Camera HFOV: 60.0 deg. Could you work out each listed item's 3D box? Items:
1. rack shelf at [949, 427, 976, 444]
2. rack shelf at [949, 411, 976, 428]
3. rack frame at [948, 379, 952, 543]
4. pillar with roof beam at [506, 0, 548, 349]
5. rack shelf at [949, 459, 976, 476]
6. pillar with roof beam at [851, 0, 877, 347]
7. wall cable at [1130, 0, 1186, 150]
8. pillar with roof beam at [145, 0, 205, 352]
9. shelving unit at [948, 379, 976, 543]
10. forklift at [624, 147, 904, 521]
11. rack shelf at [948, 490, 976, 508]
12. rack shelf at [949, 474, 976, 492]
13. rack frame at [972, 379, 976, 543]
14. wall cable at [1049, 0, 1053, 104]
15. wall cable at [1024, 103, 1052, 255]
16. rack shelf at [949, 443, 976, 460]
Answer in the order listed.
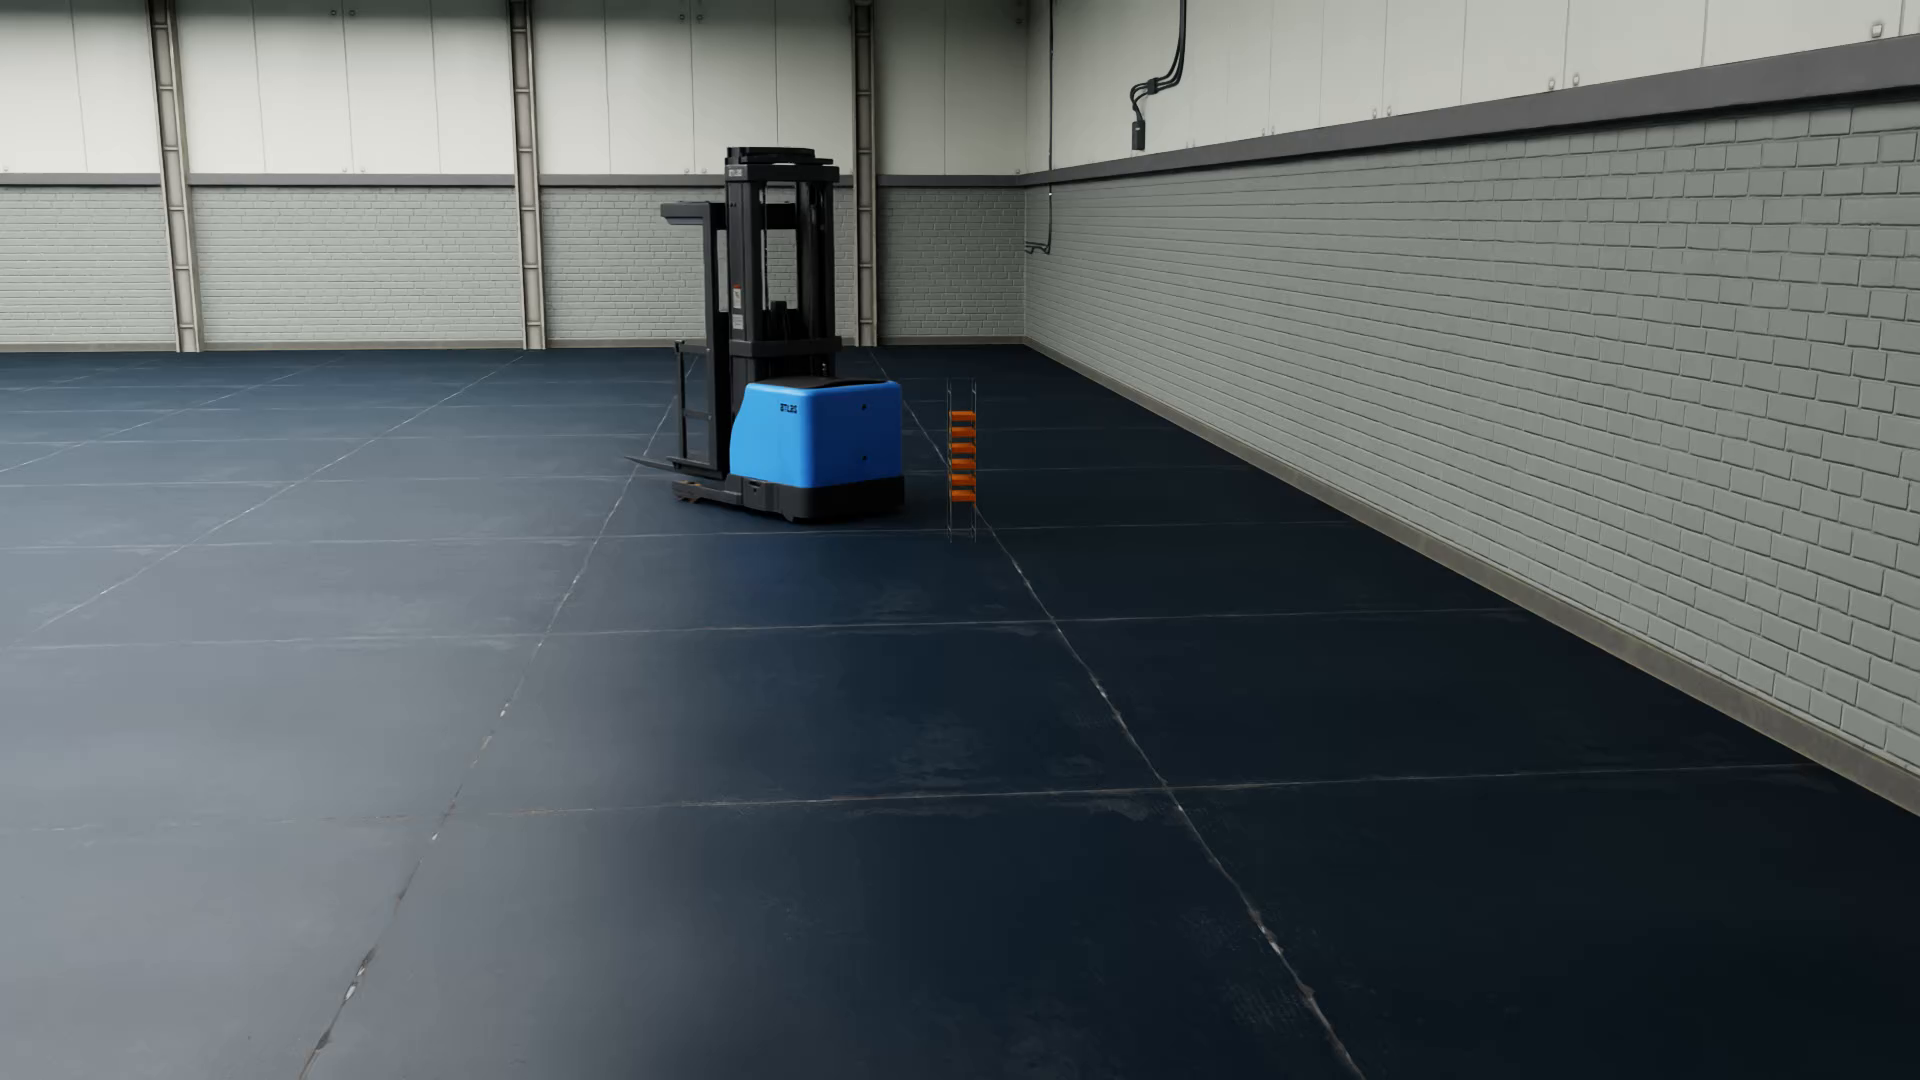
[{"bbox_3d":[0.014,-0.781,12.365,0.180,0.103,0.258,-1,11,-6],"label":"rack shelf"},{"bbox_3d":[0.014,-0.899,12.342,0.180,0.103,0.258,-1,11,-6],"label":"rack shelf"},{"bbox_3d":[-0.077,-0.587,12.393,0.006,1.200,0.240,-1,11,-6],"label":"rack frame"},{"bbox_3d":[-7.243,-7.067,25.136,0.548,9.000,9.100,-1,11,-6],"label":"pillar with roof beam"},{"bbox_3d":[0.014,-0.545,12.412,0.180,0.103,0.258,-1,11,-6],"label":"rack shelf"},{"bbox_3d":[-1.278,-7.192,25.772,0.548,9.000,9.100,-1,11,-6],"label":"pillar with roof beam"},{"bbox_3d":[2.338,-7.673,19.403,0.169,6.003,2.305,-1,11,-6],"label":"wall cable"},{"bbox_3d":[-13.208,-6.942,24.500,0.400,9.000,9.100,-1,11,-6],"label":"pillar with roof beam"},{"bbox_3d":[0.014,-0.589,12.403,0.189,1.200,0.258,-1,11,-6],"label":"shelving unit"},{"bbox_3d":[-1.819,-1.811,14.133,1.130,2.935,3.031,-10,15,-41],"label":"forklift"},{"bbox_3d":[0.014,-0.310,12.458,0.180,0.103,0.258,-1,11,-6],"label":"rack shelf"},{"bbox_3d":[0.014,-0.428,12.435,0.180,0.103,0.258,-1,11,-6],"label":"rack shelf"},{"bbox_3d":[0.105,-0.591,12.413,0.006,1.200,0.240,-1,11,-6],"label":"rack frame"},{"bbox_3d":[1.620,-8.261,26.167,0.112,2.526,3.097,-1,11,-6],"label":"wall cable"},{"bbox_3d":[1.328,-6.302,29.293,0.112,2.526,3.097,-1,11,-6],"label":"wall cable"},{"bbox_3d":[0.014,-0.663,12.388,0.180,0.103,0.258,-1,11,-6],"label":"rack shelf"}]
